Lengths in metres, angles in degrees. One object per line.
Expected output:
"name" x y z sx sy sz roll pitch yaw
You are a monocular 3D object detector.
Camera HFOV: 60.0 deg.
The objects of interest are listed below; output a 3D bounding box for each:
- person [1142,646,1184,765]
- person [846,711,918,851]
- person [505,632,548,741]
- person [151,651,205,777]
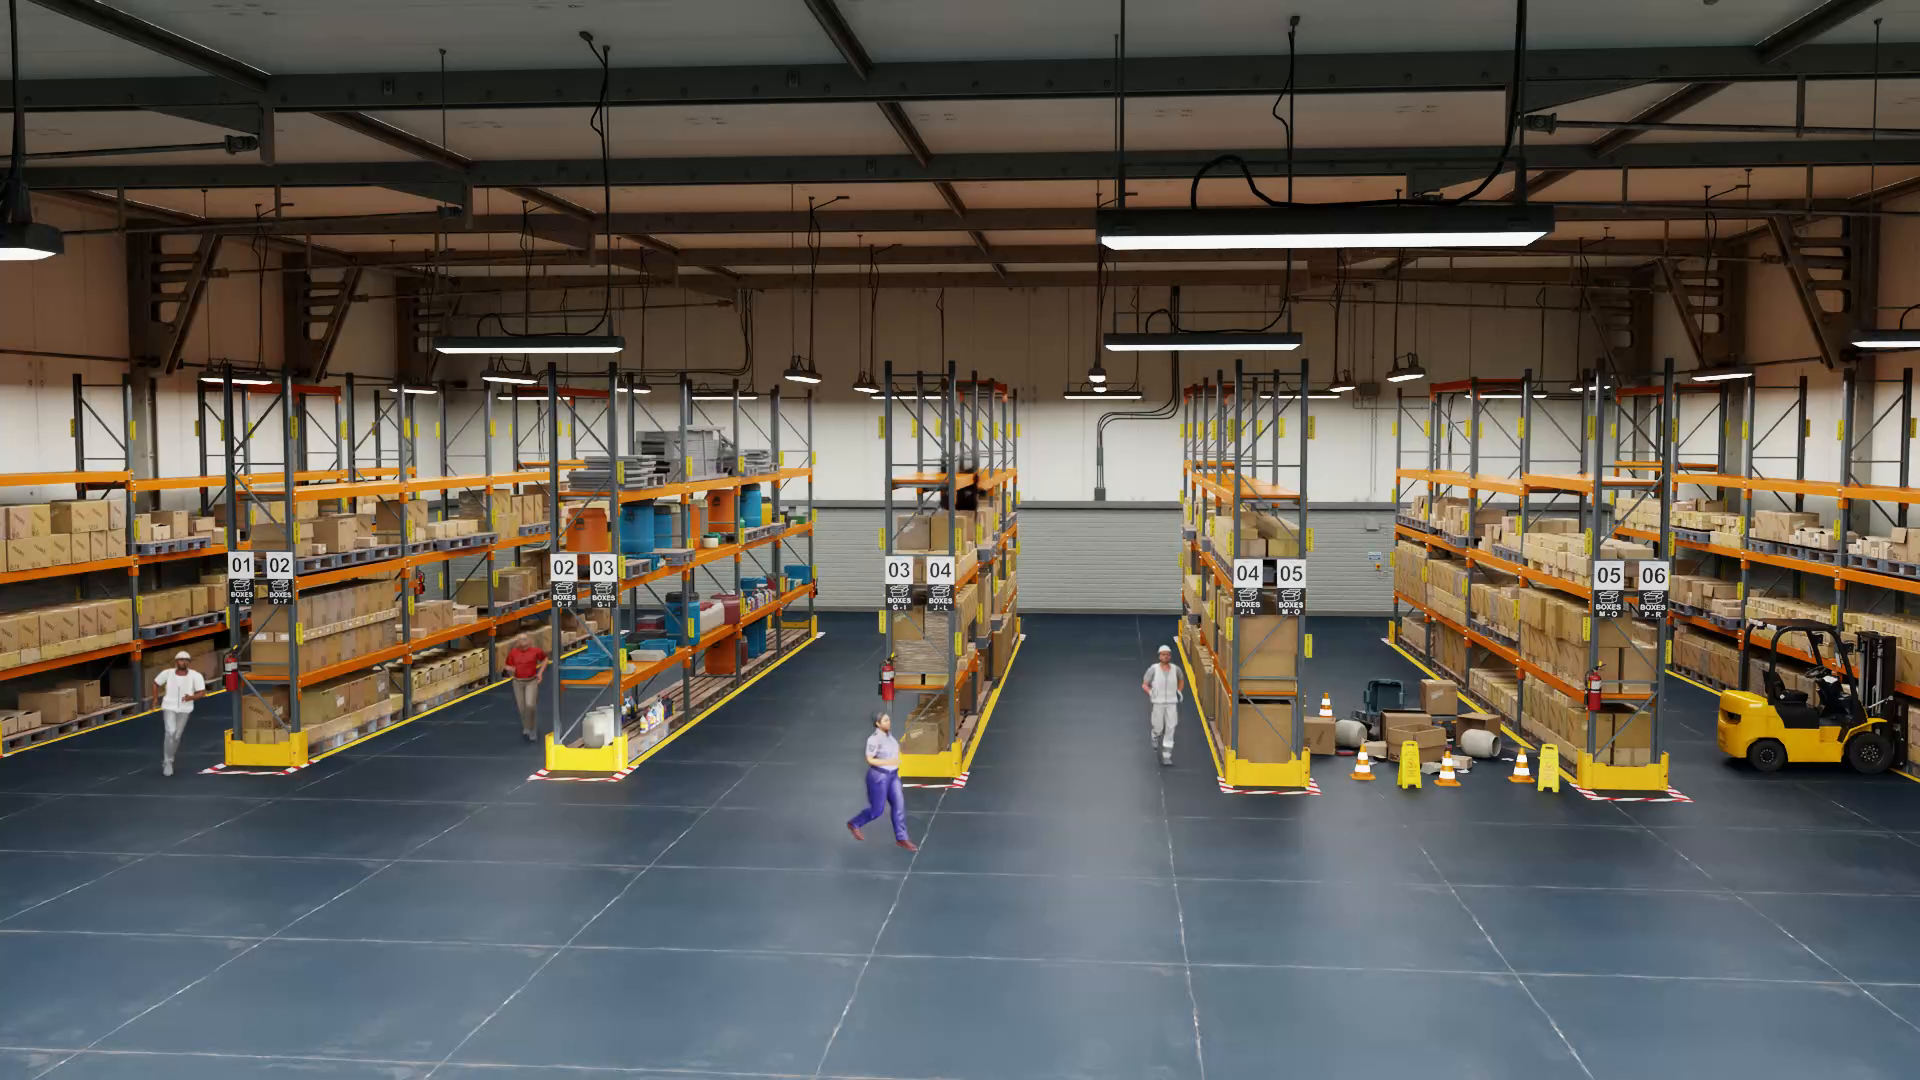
"person" 3.089 2.471 25.075 0.658 1.751 0.871 0 4 -2
"person" -0.926 2.863 19.842 0.924 1.648 0.606 2 4 30
"person" -7.052 2.343 26.970 0.638 1.696 0.756 0 4 -2
"person" -11.464 2.514 24.415 0.714 1.758 0.801 -2 4 -31
